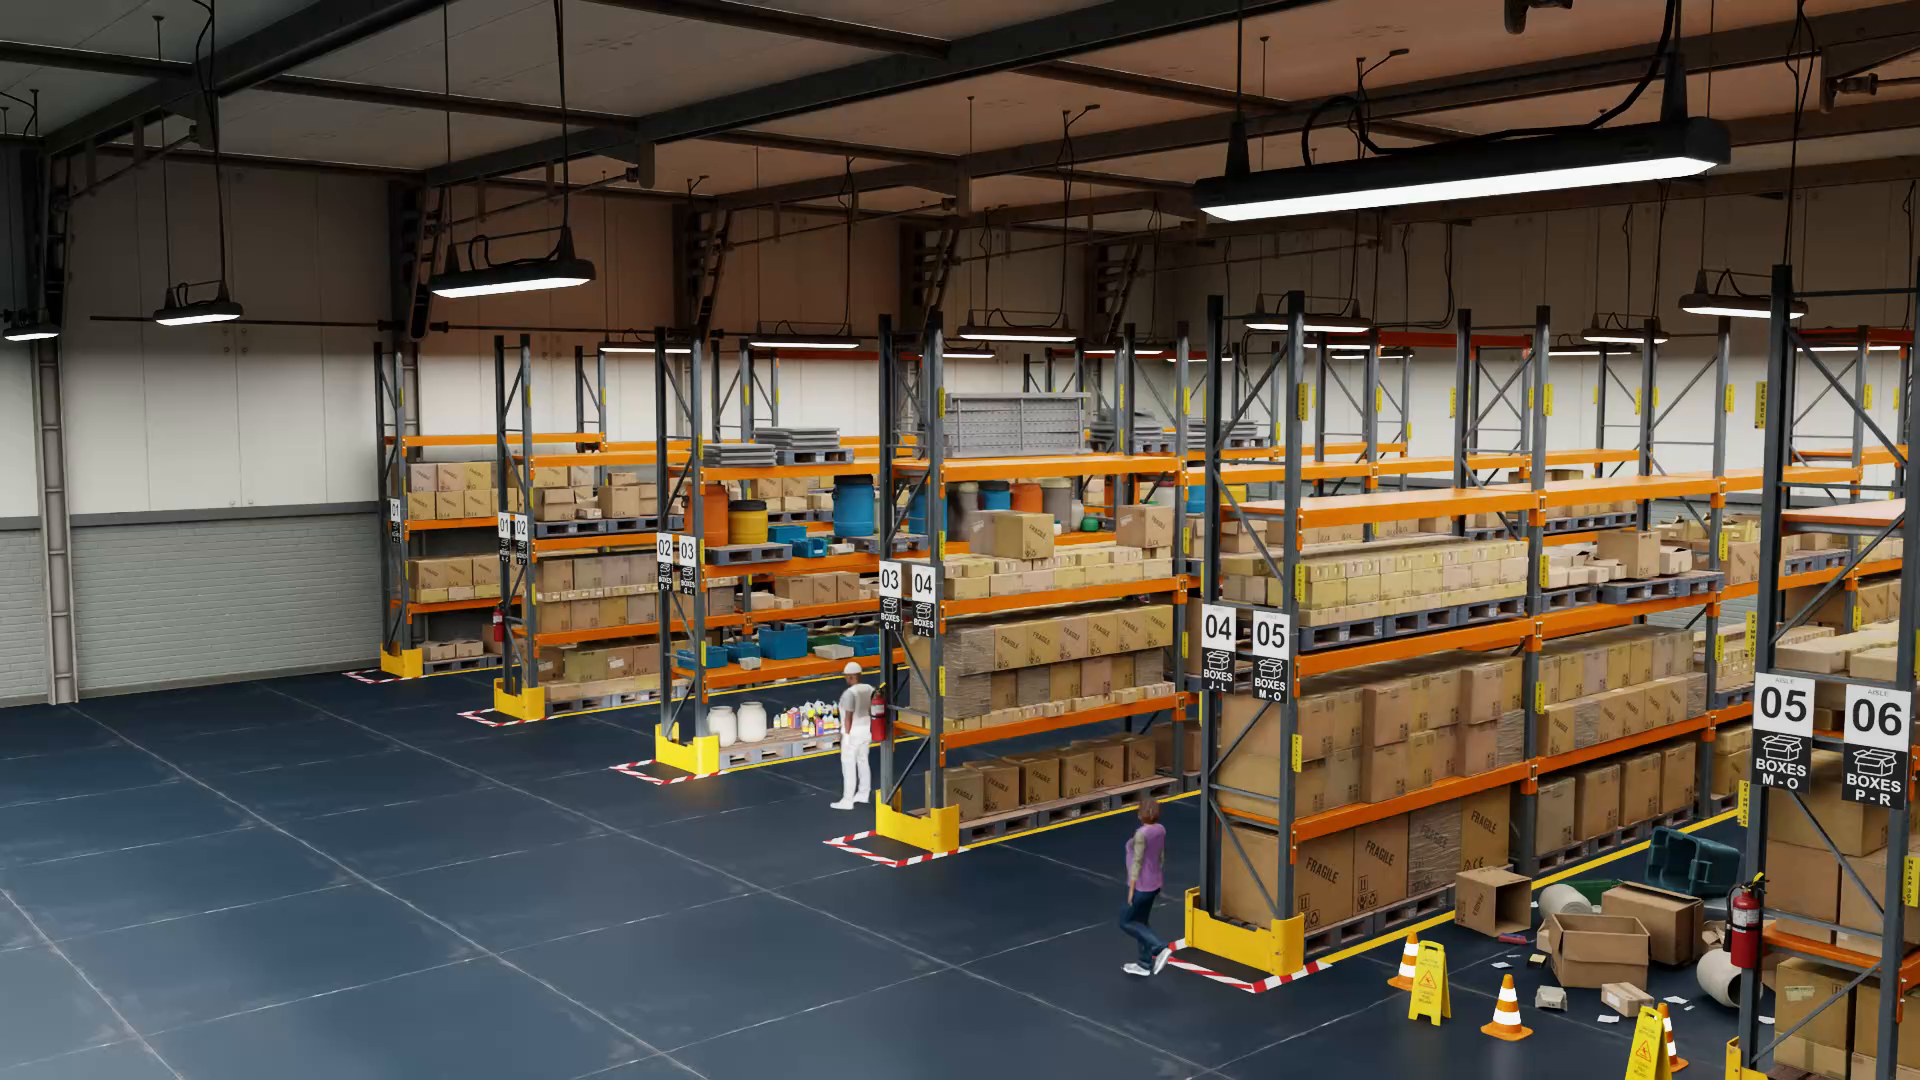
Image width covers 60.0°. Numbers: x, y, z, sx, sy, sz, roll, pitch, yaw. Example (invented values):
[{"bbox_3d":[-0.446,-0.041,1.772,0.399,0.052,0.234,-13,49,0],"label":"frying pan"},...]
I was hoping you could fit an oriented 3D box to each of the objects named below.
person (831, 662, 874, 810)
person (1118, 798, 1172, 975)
[{"bbox_3d":[-1.310,2.398,20.577,0.416,1.779,0.634,3,6,30],"label":"person"},{"bbox_3d":[1.640,3.039,14.511,0.487,1.595,0.424,2,6,25],"label":"person"}]
